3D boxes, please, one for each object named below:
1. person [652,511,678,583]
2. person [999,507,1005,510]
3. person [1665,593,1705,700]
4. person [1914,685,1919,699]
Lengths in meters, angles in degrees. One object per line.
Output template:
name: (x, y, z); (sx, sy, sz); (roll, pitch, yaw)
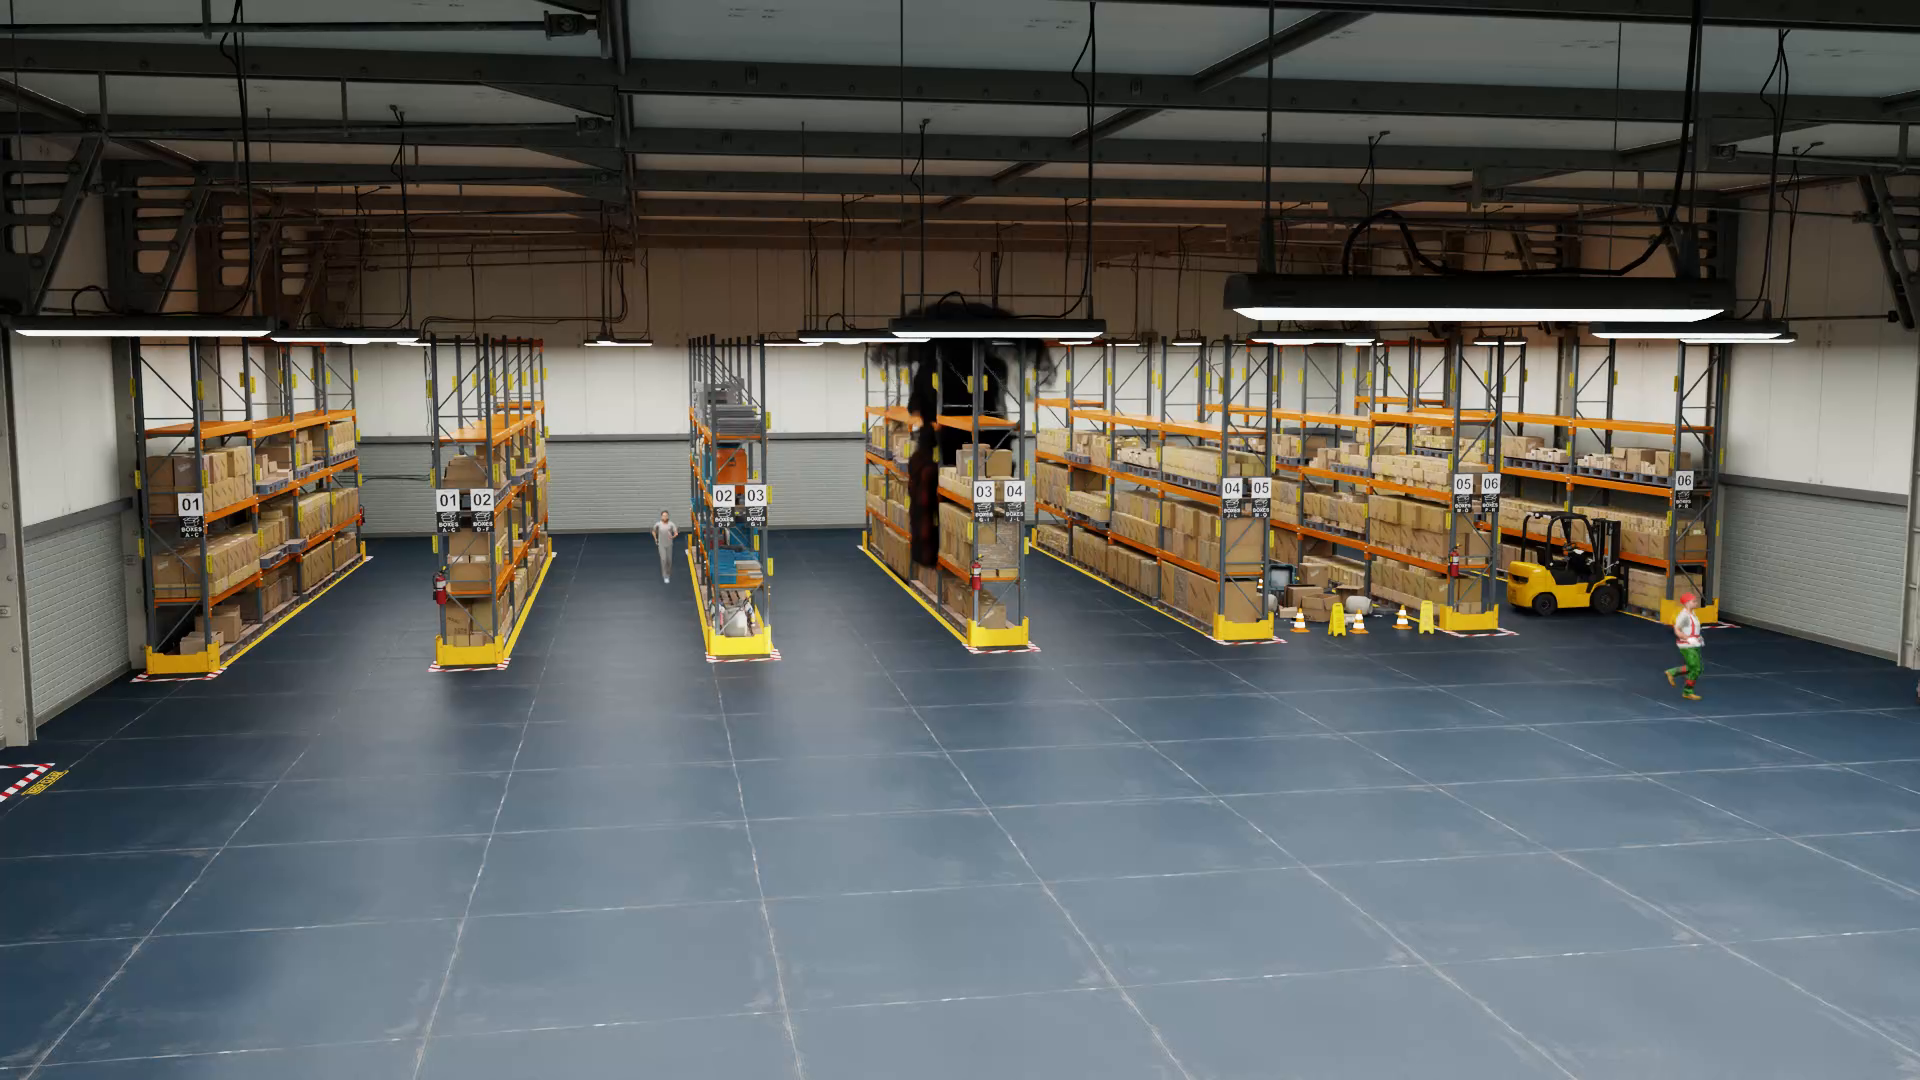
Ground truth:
person: (-6.890, 0.154, 38.924); (0.586, 1.690, 0.757); (-2, 7, -16)
person: (1.213, -0.735, 49.433); (0.571, 1.638, 0.755); (-2, 7, -15)
person: (11.905, 1.740, 27.332); (0.615, 1.745, 0.656); (5, 8, 38)
person: (15.739, 1.820, 26.482); (0.674, 1.748, 0.893); (-4, 8, -34)
